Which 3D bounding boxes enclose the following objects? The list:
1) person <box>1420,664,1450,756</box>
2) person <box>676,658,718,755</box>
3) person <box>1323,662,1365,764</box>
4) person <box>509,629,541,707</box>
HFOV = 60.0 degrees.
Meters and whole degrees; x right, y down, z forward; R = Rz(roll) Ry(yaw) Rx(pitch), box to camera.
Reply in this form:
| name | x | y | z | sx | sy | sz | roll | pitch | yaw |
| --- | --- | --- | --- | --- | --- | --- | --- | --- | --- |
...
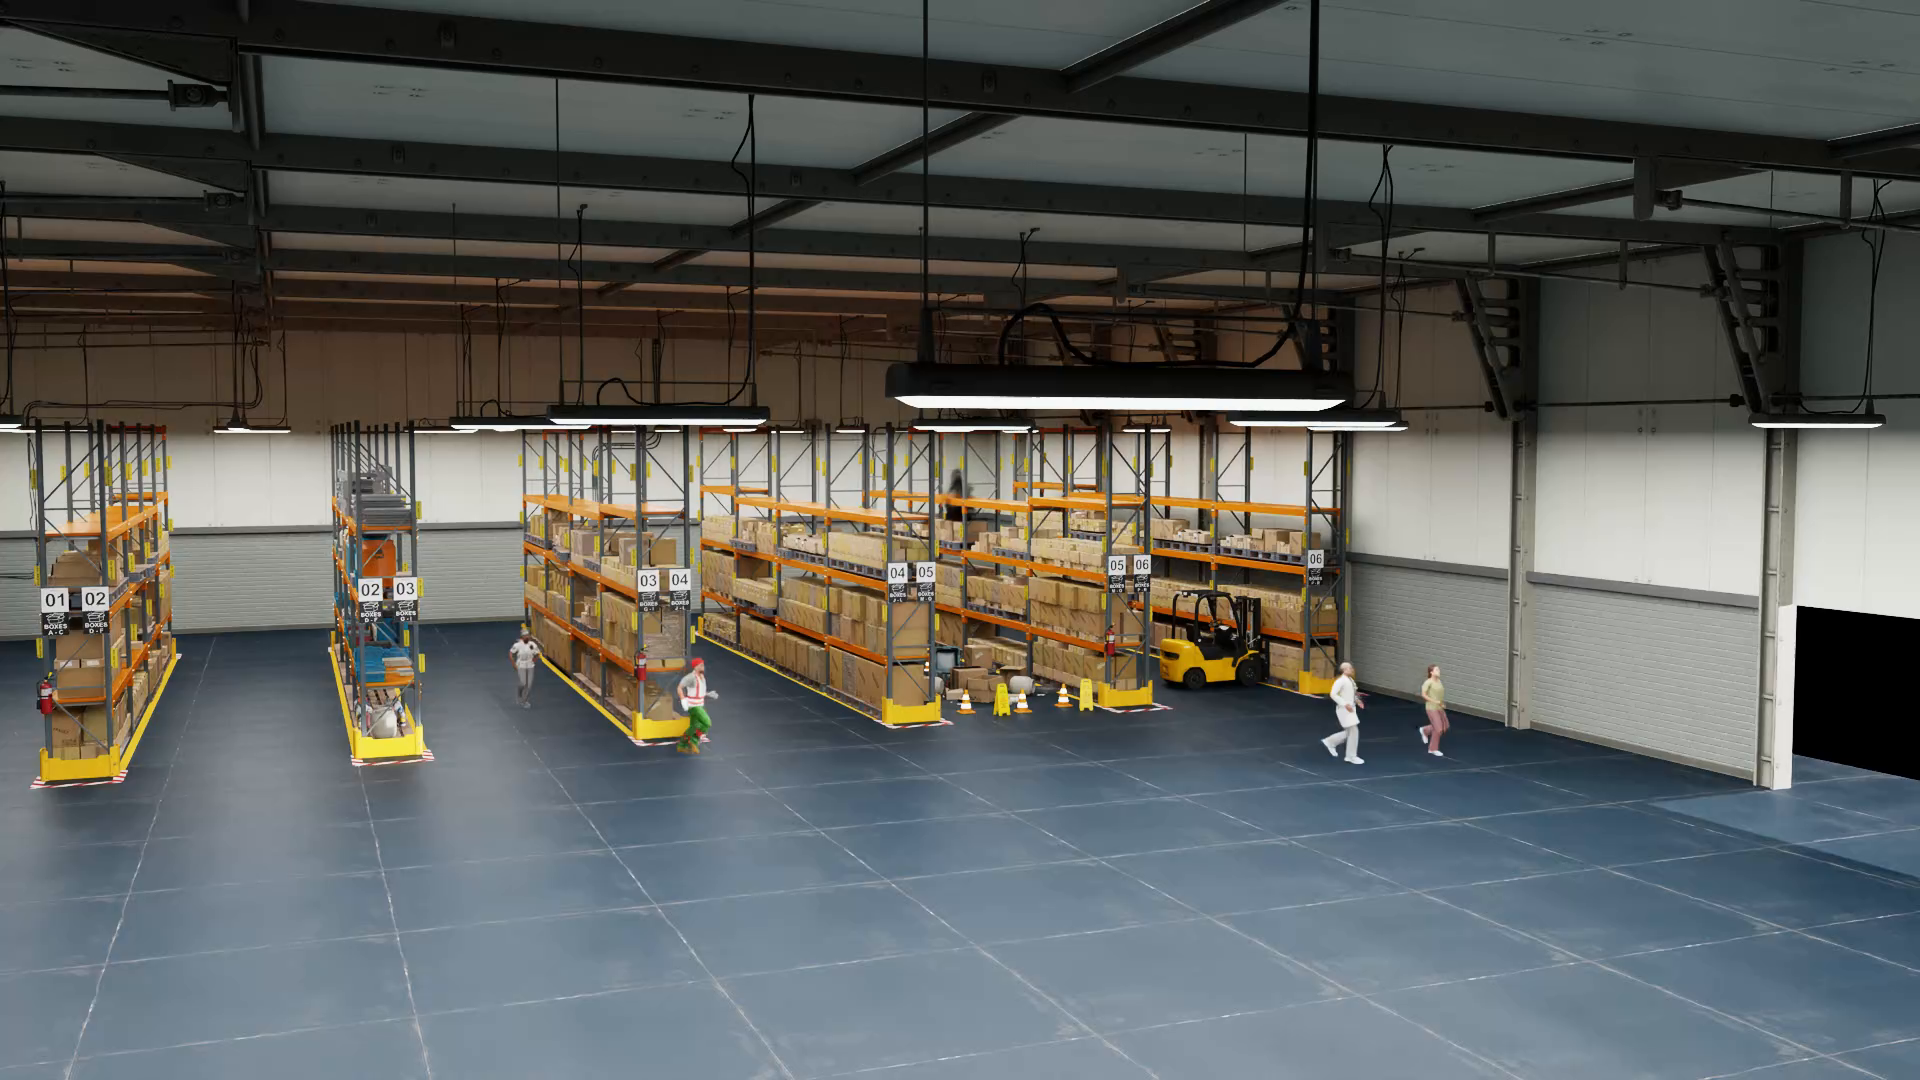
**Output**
| name | x | y | z | sx | sy | sz | roll | pitch | yaw |
| --- | --- | --- | --- | --- | --- | --- | --- | --- | --- |
| person | 8.510 | 3.045 | 29.952 | 0.610 | 1.633 | 0.578 | -3 | 5 | -42 |
| person | -4.731 | 2.976 | 29.867 | 0.778 | 1.731 | 0.575 | 1 | 4 | 13 |
| person | 6.727 | 3.023 | 29.183 | 0.794 | 1.762 | 0.720 | 2 | 4 | 30 |
| person | -9.113 | 2.693 | 34.932 | 0.628 | 1.670 | 0.532 | -2 | 4 | -25 |
